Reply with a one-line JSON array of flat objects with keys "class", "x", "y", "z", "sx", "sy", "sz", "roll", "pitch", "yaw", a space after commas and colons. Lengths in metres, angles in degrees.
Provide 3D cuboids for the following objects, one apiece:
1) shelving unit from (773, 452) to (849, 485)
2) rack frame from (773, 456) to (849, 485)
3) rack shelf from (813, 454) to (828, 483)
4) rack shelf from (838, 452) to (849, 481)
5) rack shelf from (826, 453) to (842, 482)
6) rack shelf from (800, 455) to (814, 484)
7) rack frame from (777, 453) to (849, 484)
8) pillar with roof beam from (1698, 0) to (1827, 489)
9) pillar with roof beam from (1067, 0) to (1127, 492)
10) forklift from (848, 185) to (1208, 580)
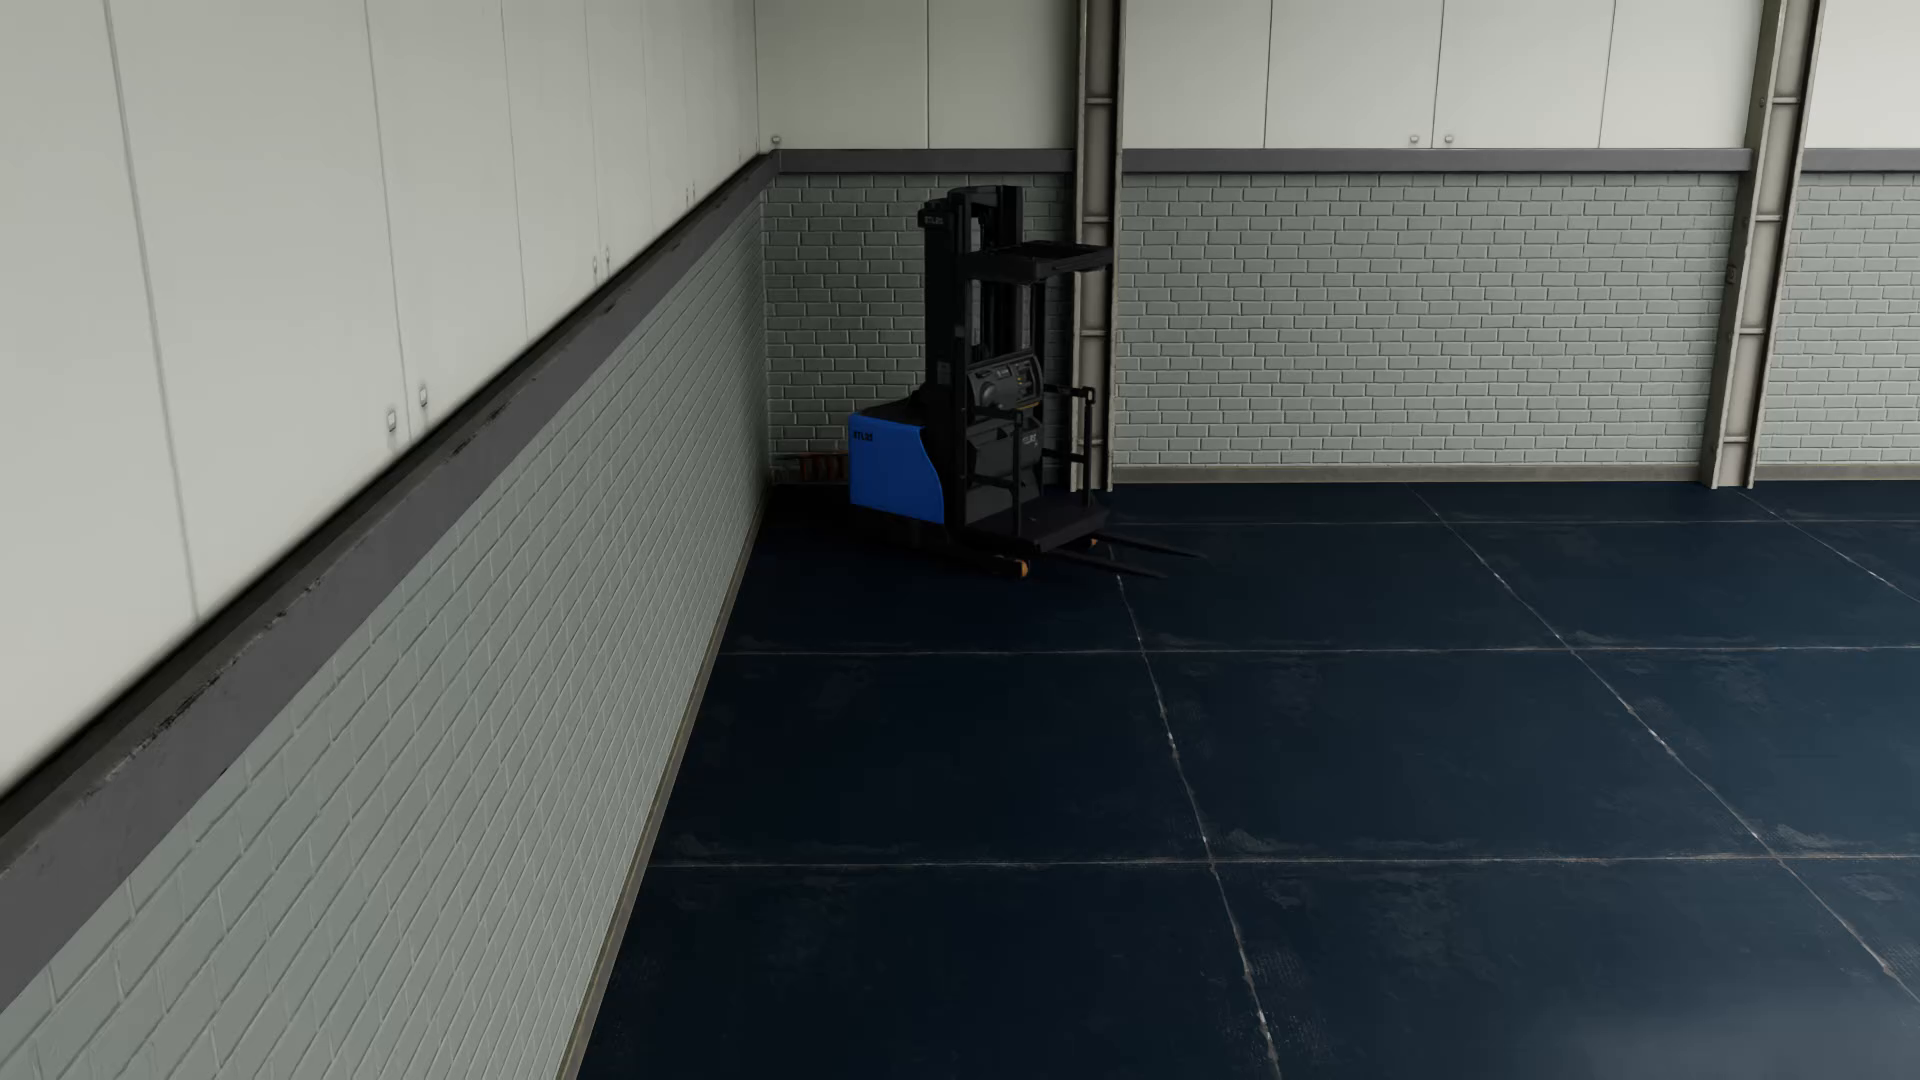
[{"class": "shelving unit", "x": -1.078, "y": -0.663, "z": 15.110, "sx": 1.200, "sy": 0.258, "sz": 0.189, "roll": -5, "pitch": 2, "yaw": -18}, {"class": "rack frame", "x": -1.106, "y": -0.664, "z": 15.197, "sx": 1.200, "sy": 0.240, "sz": 0.006, "roll": -5, "pitch": 2, "yaw": -18}, {"class": "rack shelf", "x": -1.264, "y": -0.648, "z": 15.051, "sx": 0.103, "sy": 0.258, "sz": 0.180, "roll": -5, "pitch": 2, "yaw": -18}, {"class": "rack shelf", "x": -1.036, "y": -0.666, "z": 15.123, "sx": 0.103, "sy": 0.258, "sz": 0.180, "roll": -5, "pitch": 2, "yaw": -18}, {"class": "rack shelf", "x": -1.150, "y": -0.657, "z": 15.087, "sx": 0.103, "sy": 0.258, "sz": 0.180, "roll": -5, "pitch": 2, "yaw": -18}, {"class": "rack shelf", "x": -1.378, "y": -0.638, "z": 15.015, "sx": 0.103, "sy": 0.258, "sz": 0.180, "roll": -5, "pitch": 2, "yaw": -18}, {"class": "rack frame", "x": -1.051, "y": -0.662, "z": 15.023, "sx": 1.200, "sy": 0.240, "sz": 0.006, "roll": -5, "pitch": 2, "yaw": -18}, {"class": "pillar with roof beam", "x": 7.283, "y": -3.497, "z": 10.217, "sx": 0.400, "sy": 9.000, "sz": 9.100, "roll": 0, "pitch": 18, "yaw": -1}, {"class": "pillar with roof beam", "x": 1.283, "y": -3.468, "z": 10.127, "sx": 0.400, "sy": 9.000, "sz": 9.100, "roll": 0, "pitch": 18, "yaw": -1}, {"class": "forklift", "x": 0.531, "y": -1.263, "z": 13.187, "sx": 3.031, "sy": 2.935, "sz": 1.130, "roll": 13, "pitch": 22, "yaw": 35}]
